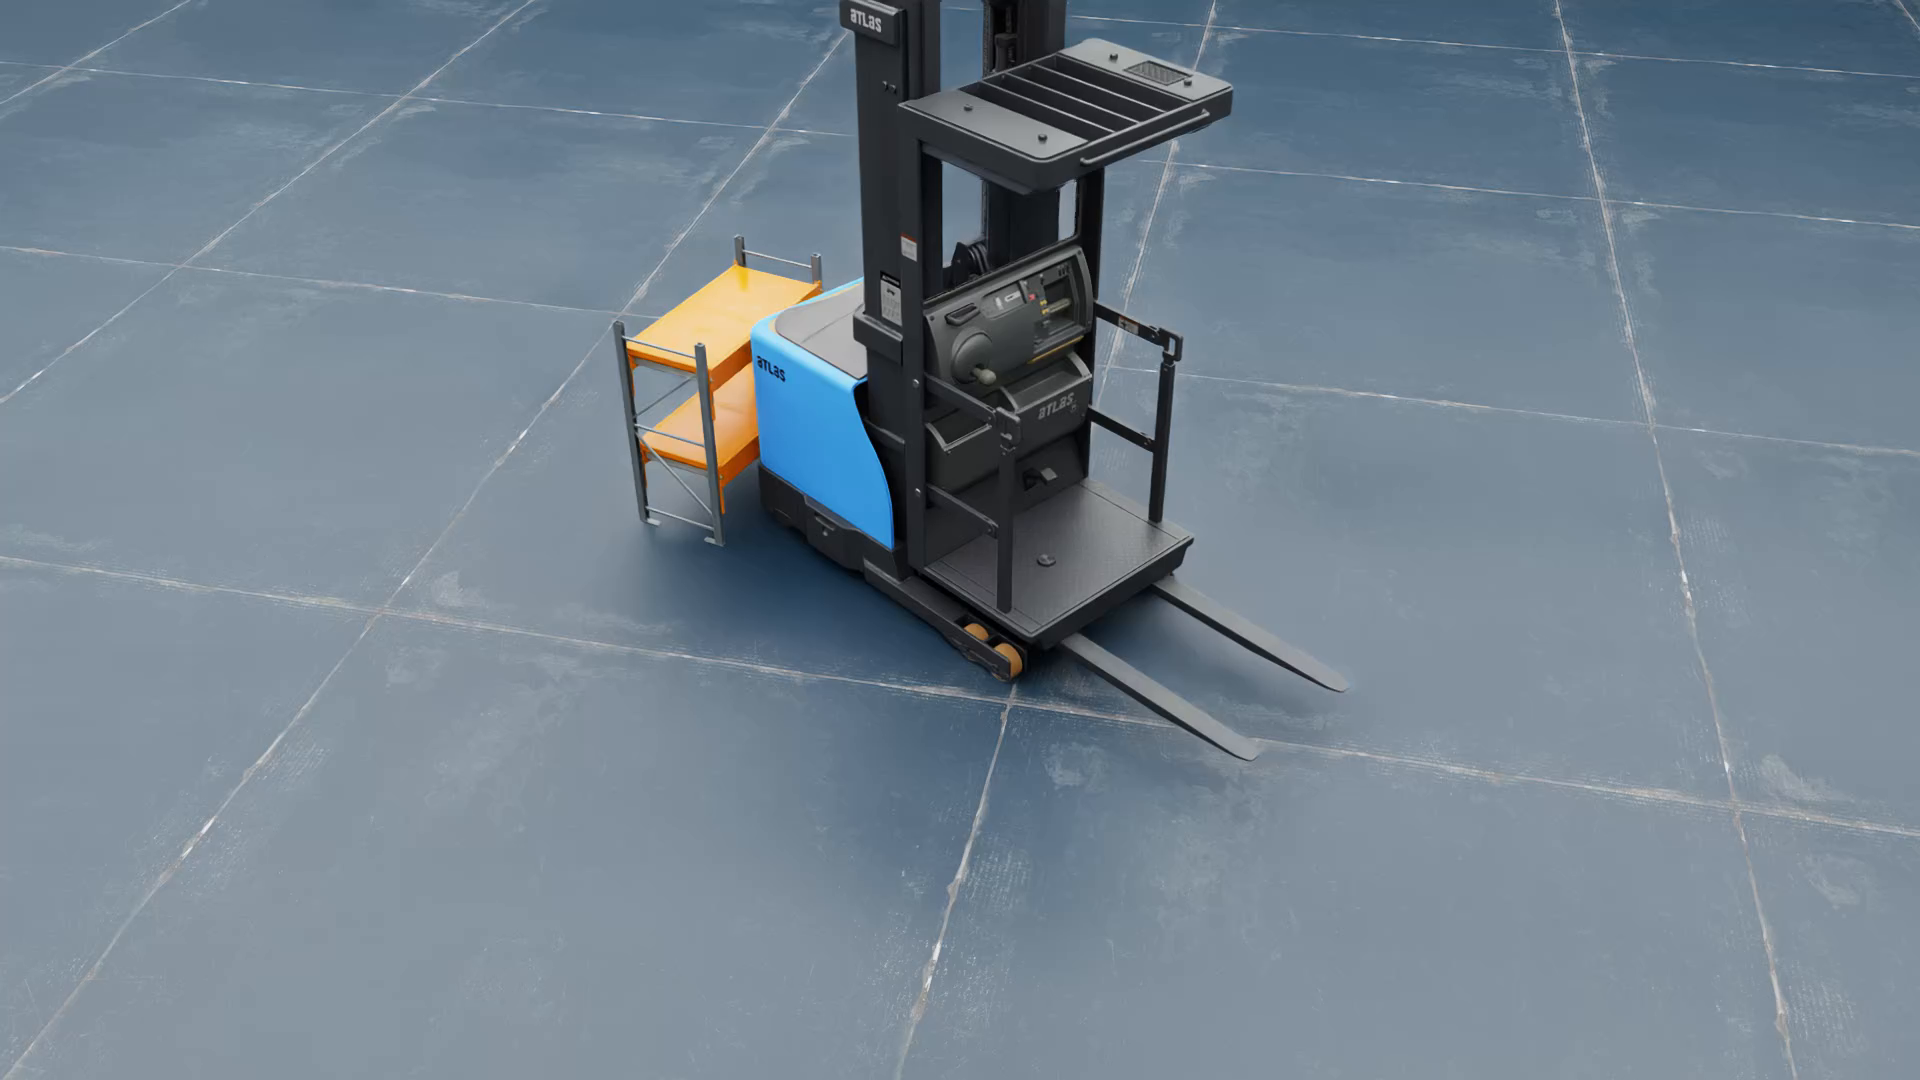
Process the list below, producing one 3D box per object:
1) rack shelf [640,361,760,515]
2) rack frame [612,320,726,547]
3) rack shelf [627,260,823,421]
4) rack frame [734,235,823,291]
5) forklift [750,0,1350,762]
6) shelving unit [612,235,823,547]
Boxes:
[{"bbox_3d":[-1.155,-0.565,8.487,0.538,0.278,1.000,17,39,22],"label":"rack shelf"},{"bbox_3d":[-1.388,-0.497,7.978,0.500,1.125,0.032,17,39,22],"label":"rack frame"},{"bbox_3d":[-1.155,-1.000,8.172,0.538,0.278,1.000,17,39,22],"label":"rack shelf"},{"bbox_3d":[-0.923,-1.028,8.710,0.500,1.125,0.032,17,39,22],"label":"rack frame"},{"bbox_3d":[0.369,-0.902,6.997,1.130,2.935,3.031,-29,45,-34],"label":"forklift"},{"bbox_3d":[-1.155,-0.763,8.344,0.538,1.125,1.048,17,39,22],"label":"shelving unit"}]
